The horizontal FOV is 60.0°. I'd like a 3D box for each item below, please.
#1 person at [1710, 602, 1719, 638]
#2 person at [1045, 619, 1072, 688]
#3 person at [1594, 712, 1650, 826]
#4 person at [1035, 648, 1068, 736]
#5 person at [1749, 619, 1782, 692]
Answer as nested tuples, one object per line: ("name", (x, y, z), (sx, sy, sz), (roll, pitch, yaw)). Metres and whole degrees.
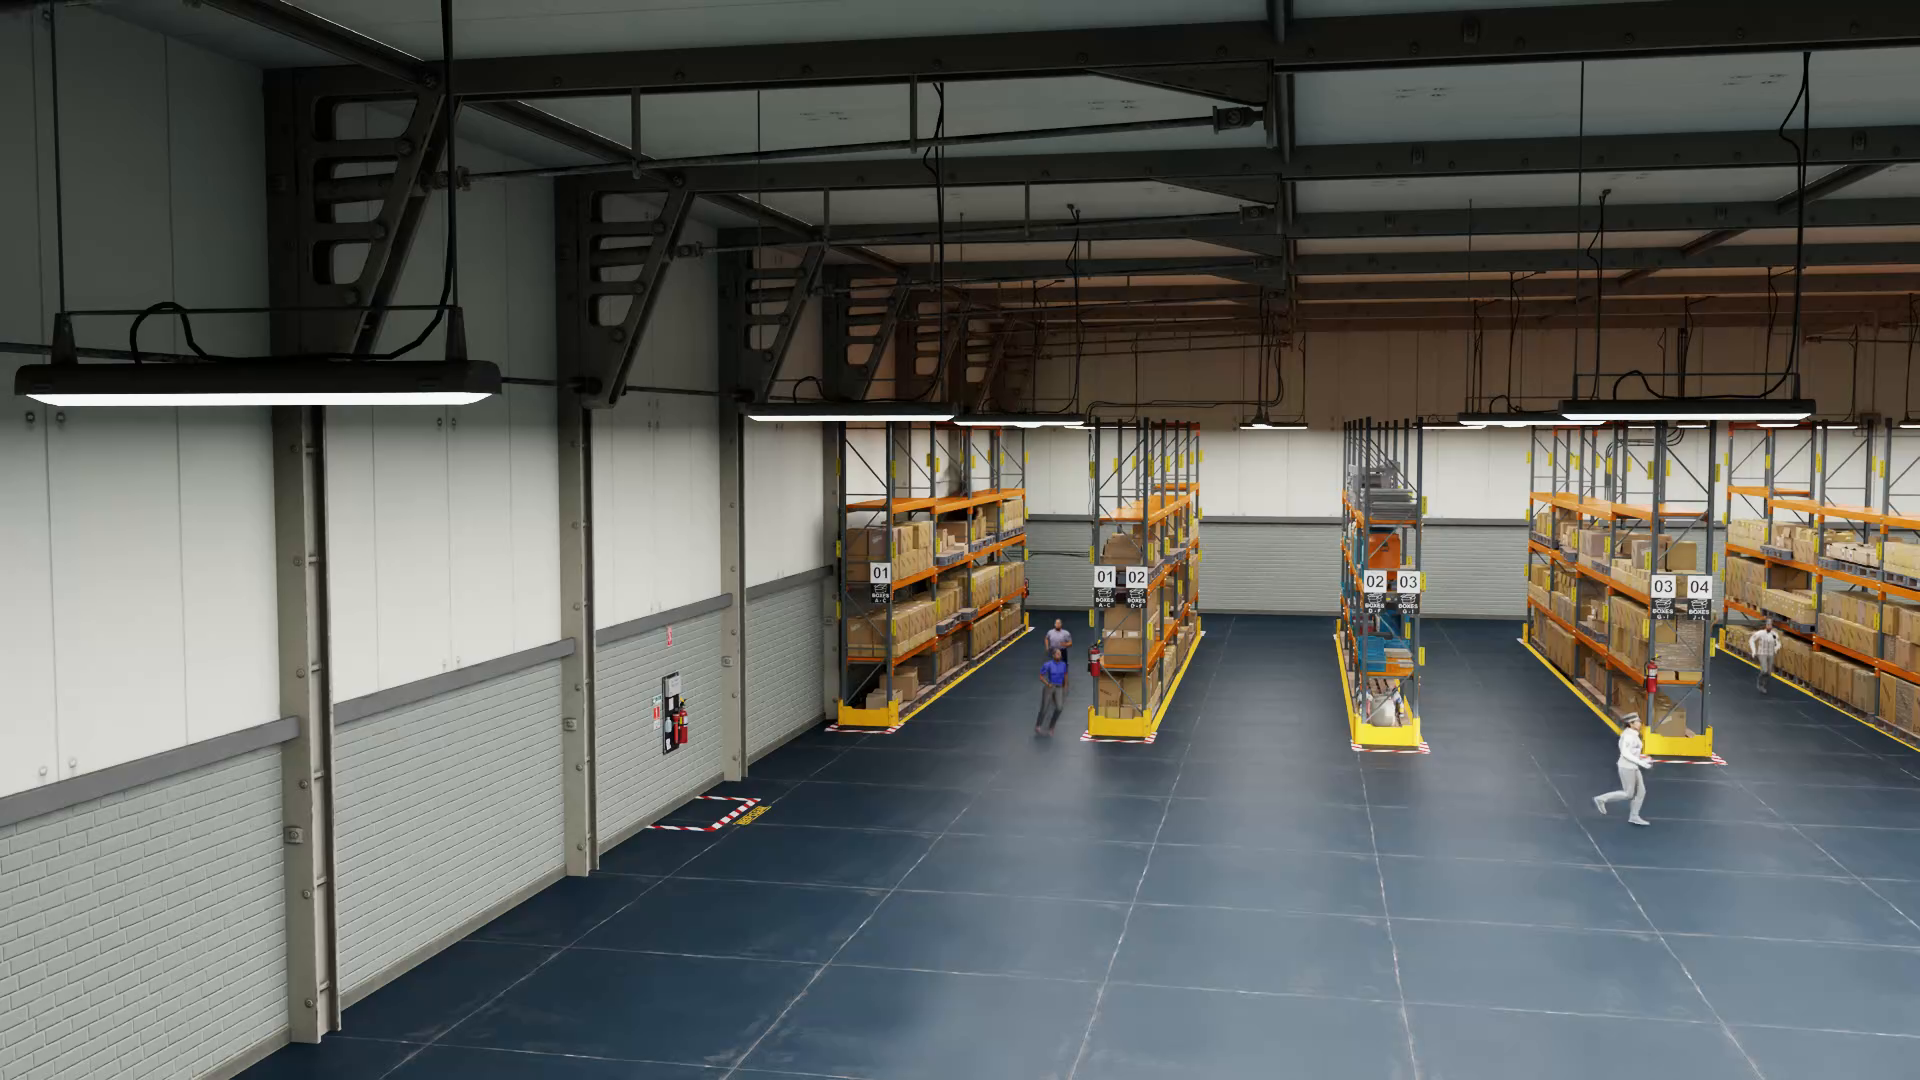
("person", (18.434, 2.271, 41.098), (0.570, 1.599, 0.659), (0, 4, 2))
("person", (2.149, 2.531, 36.441), (0.615, 1.624, 0.918), (1, 4, 8))
("person", (9.693, 3.320, 24.307), (0.769, 1.663, 0.607), (2, 4, 26))
("person", (1.778, 2.882, 31.508), (0.661, 1.656, 0.657), (-1, 4, -15))
("person", (17.613, 2.525, 36.309), (0.583, 1.647, 0.700), (0, 4, 6))
